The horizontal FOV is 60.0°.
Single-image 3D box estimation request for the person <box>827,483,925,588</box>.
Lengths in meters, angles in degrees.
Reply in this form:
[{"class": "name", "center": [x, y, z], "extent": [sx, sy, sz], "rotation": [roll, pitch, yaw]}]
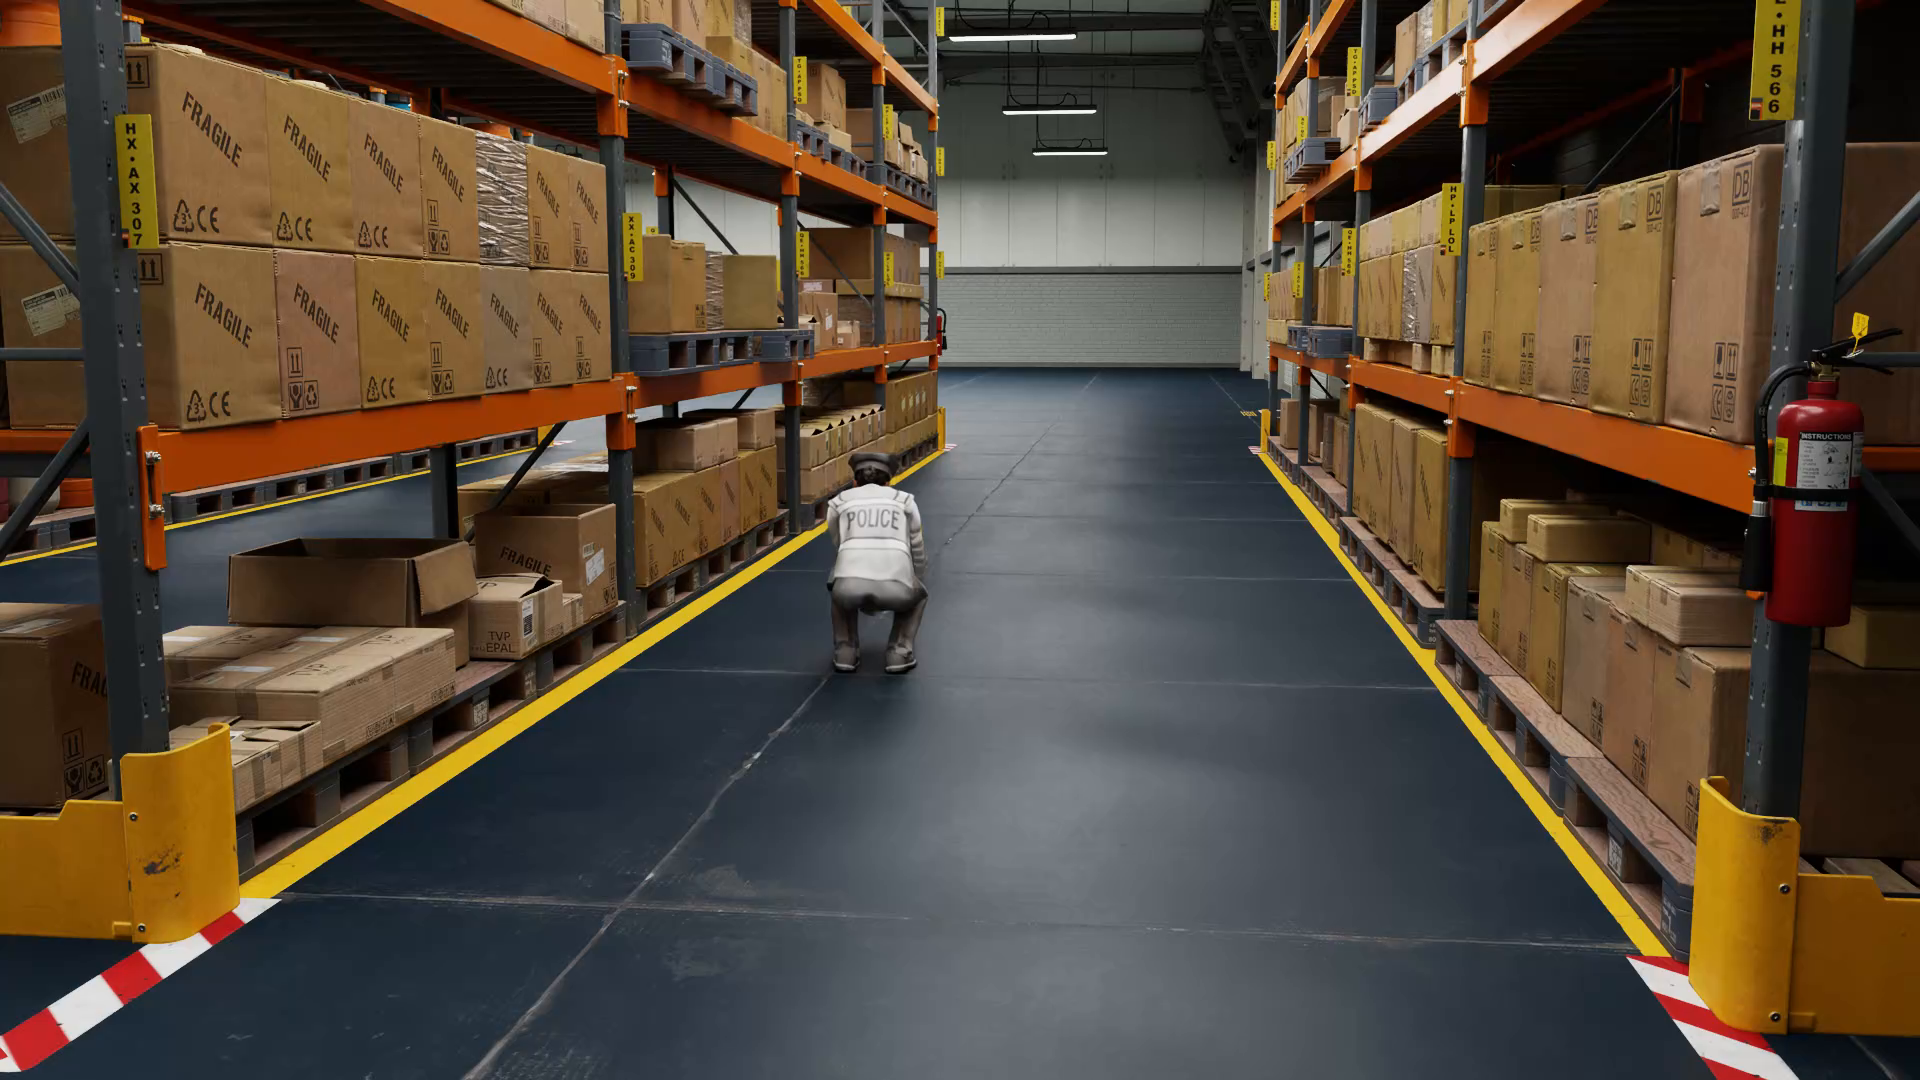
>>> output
[{"class": "person", "center": [-0.408, 0.040, 7.665], "extent": [0.443, 0.577, 0.744], "rotation": [1, 8, 5]}]
